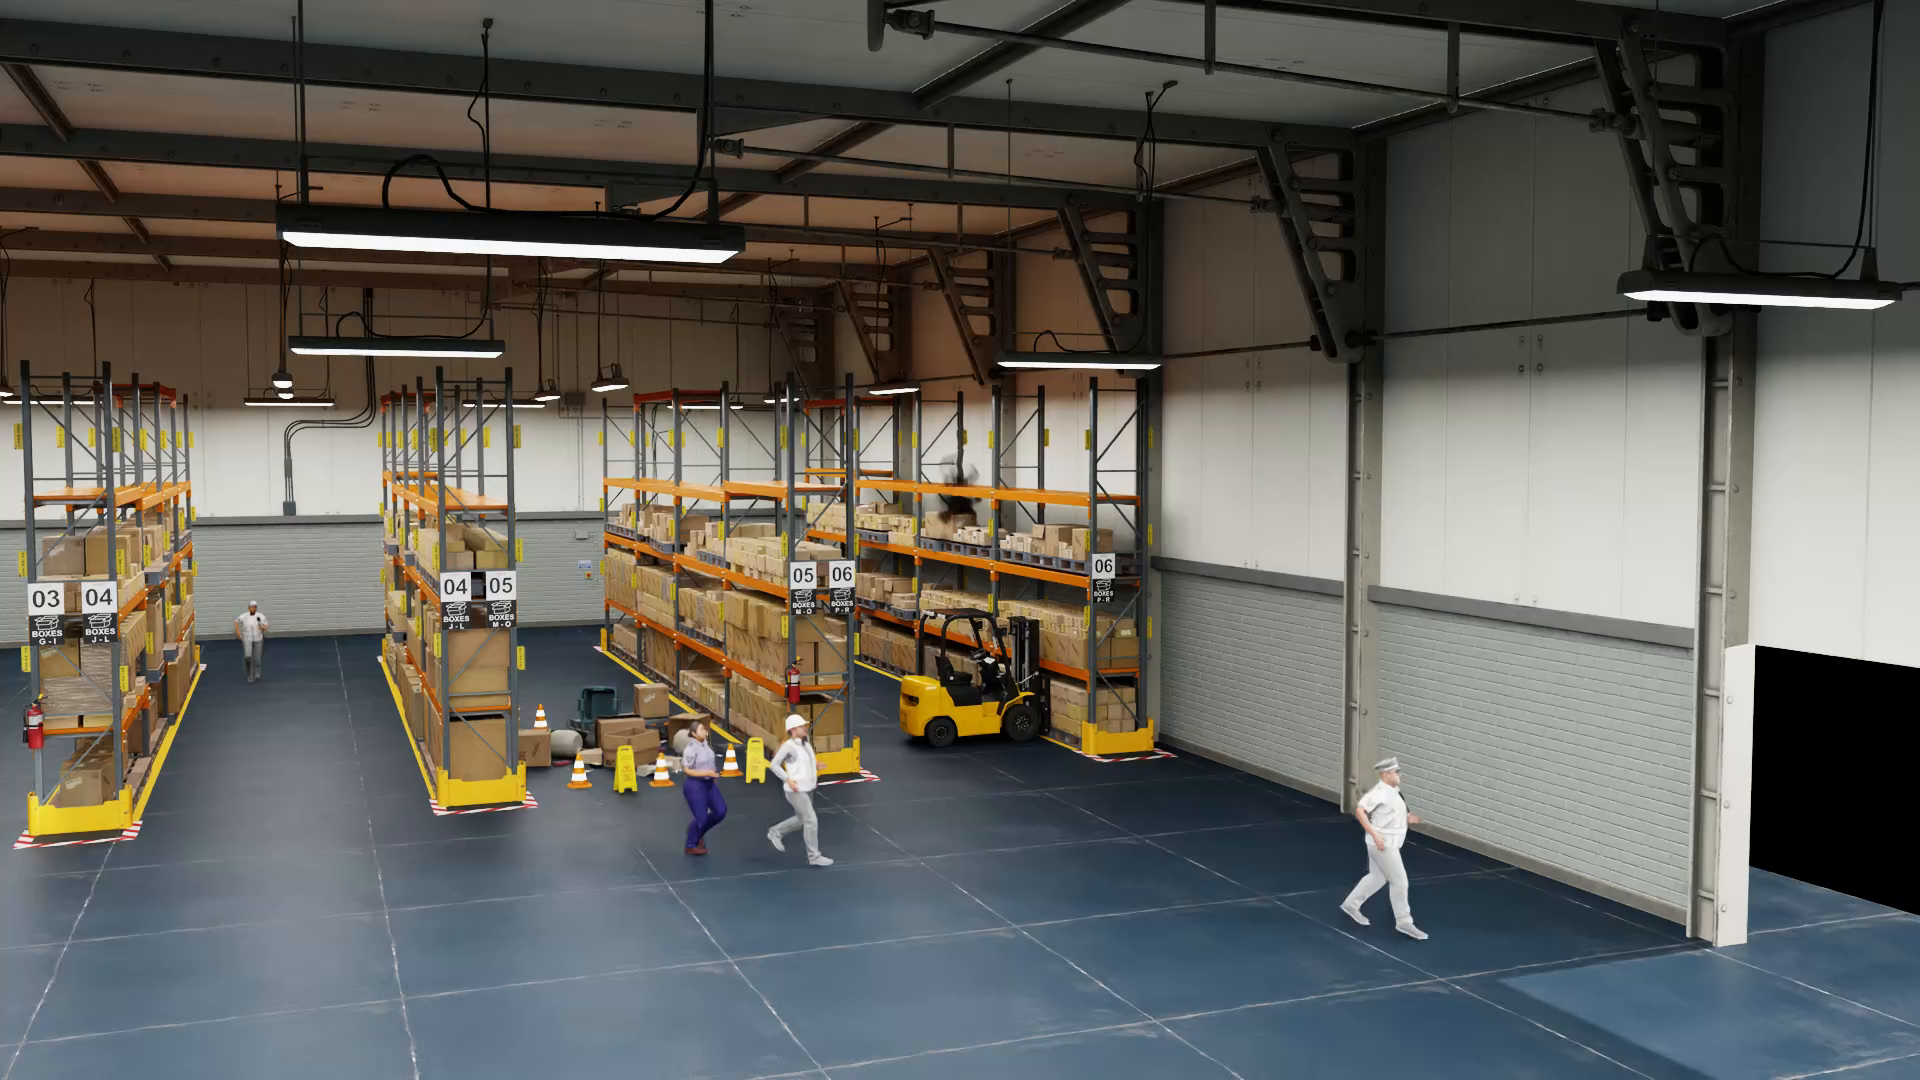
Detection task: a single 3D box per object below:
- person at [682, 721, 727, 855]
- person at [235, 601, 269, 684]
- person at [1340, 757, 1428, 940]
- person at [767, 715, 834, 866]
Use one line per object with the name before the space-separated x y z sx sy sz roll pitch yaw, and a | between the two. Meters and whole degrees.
person | -3.073 2.985 20.044 0.550 1.604 0.594 1 4 22
person | -14.620 2.112 34.365 0.629 1.696 0.786 -2 4 -29
person | 4.306 3.083 16.849 0.897 1.798 0.665 1 4 22
person | -1.908 2.934 19.616 0.930 1.750 0.666 1 4 21
